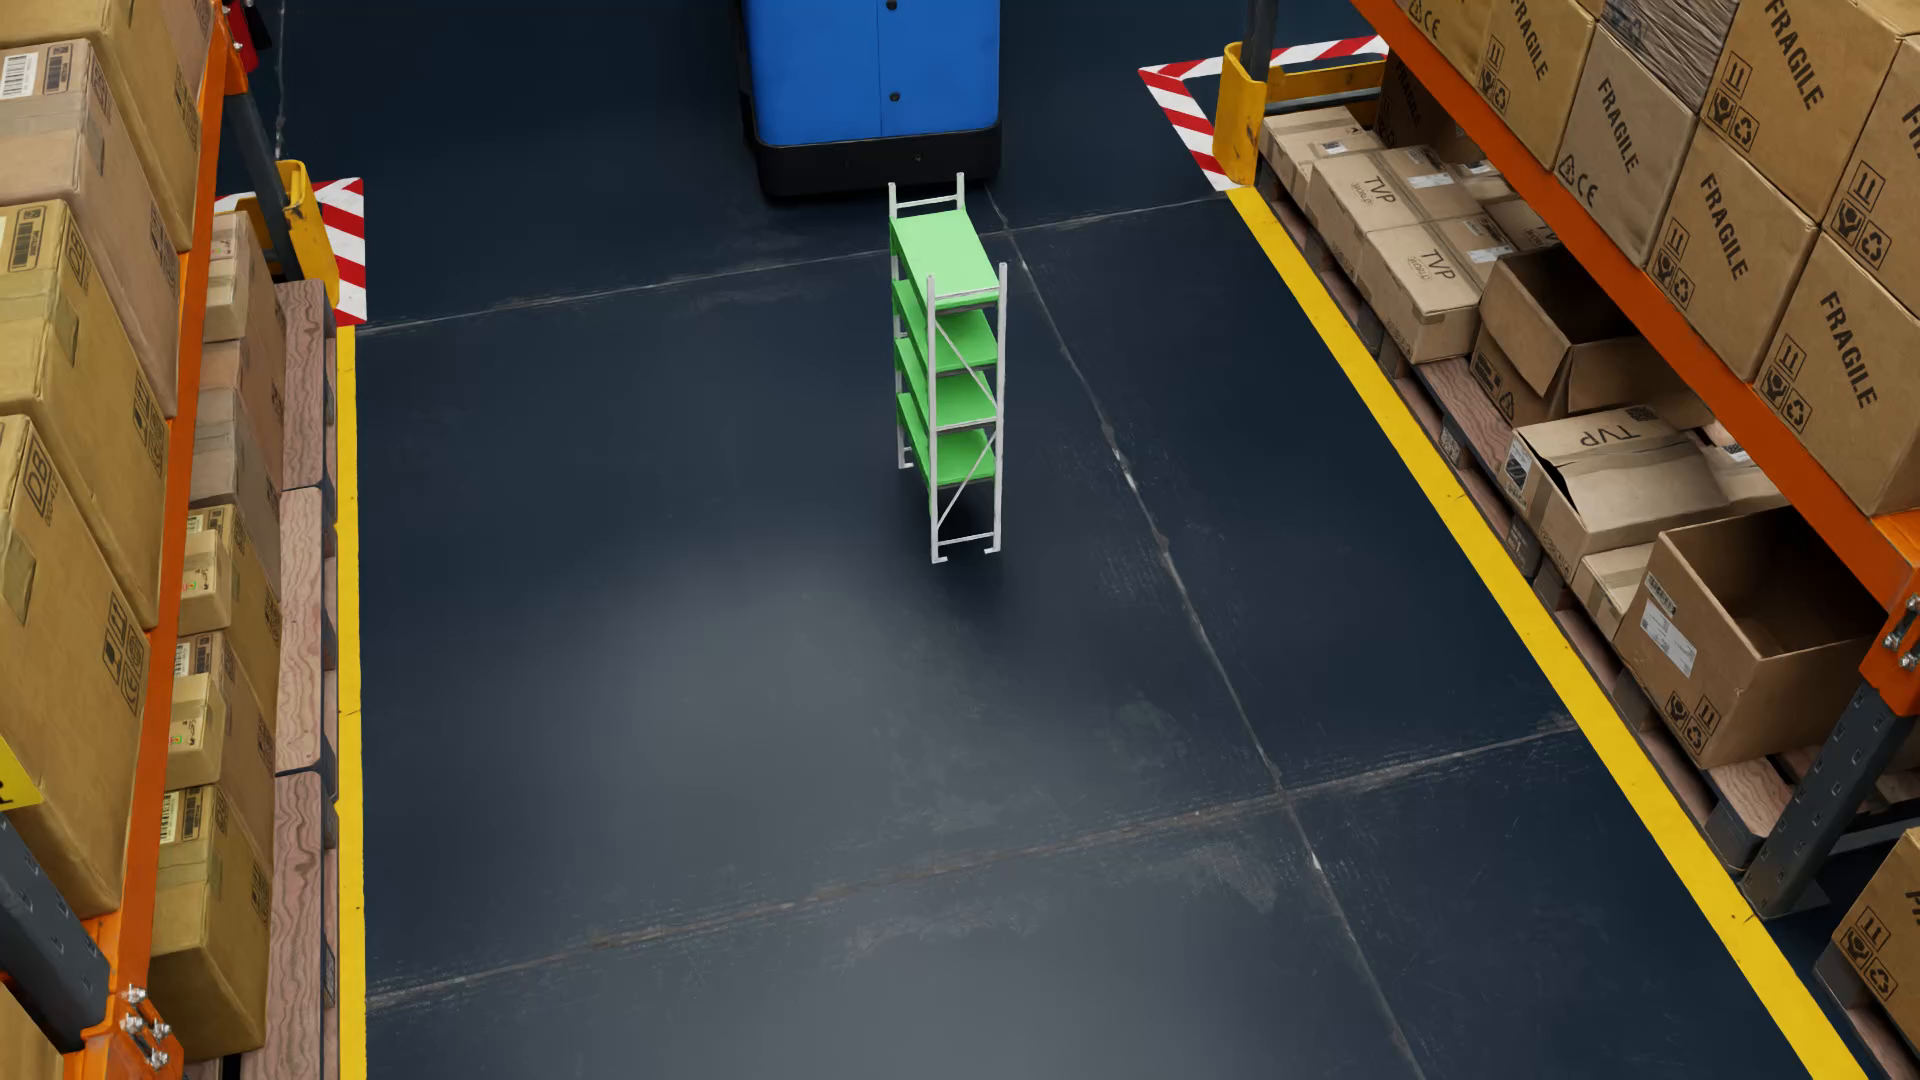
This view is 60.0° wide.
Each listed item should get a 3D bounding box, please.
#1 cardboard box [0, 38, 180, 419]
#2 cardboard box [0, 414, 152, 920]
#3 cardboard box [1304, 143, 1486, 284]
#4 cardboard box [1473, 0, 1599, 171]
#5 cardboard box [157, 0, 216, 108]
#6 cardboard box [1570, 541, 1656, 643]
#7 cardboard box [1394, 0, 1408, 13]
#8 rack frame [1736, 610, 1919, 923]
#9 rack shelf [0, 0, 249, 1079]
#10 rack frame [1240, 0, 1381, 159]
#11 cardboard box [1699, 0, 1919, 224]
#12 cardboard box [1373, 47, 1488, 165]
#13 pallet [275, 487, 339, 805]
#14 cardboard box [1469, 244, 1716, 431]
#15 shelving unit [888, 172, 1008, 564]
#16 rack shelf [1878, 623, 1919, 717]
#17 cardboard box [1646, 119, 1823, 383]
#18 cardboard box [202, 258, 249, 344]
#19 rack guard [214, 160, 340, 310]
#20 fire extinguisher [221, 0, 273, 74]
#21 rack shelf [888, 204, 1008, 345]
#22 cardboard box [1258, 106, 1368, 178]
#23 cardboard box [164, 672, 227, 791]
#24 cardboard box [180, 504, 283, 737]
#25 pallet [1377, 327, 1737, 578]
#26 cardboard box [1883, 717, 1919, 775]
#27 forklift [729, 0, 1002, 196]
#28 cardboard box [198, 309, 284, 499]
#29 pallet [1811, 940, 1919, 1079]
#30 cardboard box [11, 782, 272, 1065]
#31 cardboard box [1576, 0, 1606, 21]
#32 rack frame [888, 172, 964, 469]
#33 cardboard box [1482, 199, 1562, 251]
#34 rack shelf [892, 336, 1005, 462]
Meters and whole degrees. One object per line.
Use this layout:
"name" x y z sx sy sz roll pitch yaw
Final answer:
"cardboard box" -2.560 -0.684 4.110 0.980 0.700 0.700 -13 47 -12
"cardboard box" -2.183 0.321 3.125 0.980 0.700 0.700 -10 46 -10
"cardboard box" 1.697 -1.285 6.526 0.500 0.250 0.500 -11 47 -10
"cardboard box" 1.952 -1.499 5.049 0.500 0.500 0.500 -10 46 -10
"cardboard box" -2.944 -1.712 5.118 0.980 0.700 0.700 -9 46 -9
"cardboard box" 2.154 0.150 5.191 0.380 0.149 0.250 -11 47 -10
"cardboard box" 1.700 -2.191 5.727 0.500 0.500 0.500 -11 47 -11
"rack frame" 2.728 -0.104 3.752 1.000 3.000 0.127 -11 47 -10
"rack shelf" -2.572 -0.325 4.472 1.077 0.370 4.000 -11 47 -10
"rack frame" 1.704 -2.866 6.459 1.000 3.000 0.127 -11 47 -10
"cardboard box" 2.214 -1.144 4.001 0.500 0.500 0.500 -12 47 -11
"cardboard box" 2.081 -1.815 6.870 0.500 0.500 0.500 -11 47 -10
"pallet" -2.495 0.397 5.213 1.003 0.211 1.213 -11 47 -10
"cardboard box" 2.242 -0.681 5.757 0.797 0.503 0.637 -11 47 -10
"shelving unit" -0.042 -0.534 5.433 0.258 1.200 0.503 -11 47 -10
"rack shelf" 3.240 1.528 2.656 1.077 0.370 4.000 -11 47 -10
"cardboard box" 2.218 -0.793 4.357 0.500 0.500 0.500 -10 46 -9
"cardboard box" -2.533 -0.760 5.397 0.380 0.149 0.250 -10 46 -9
"rack guard" -3.090 -1.099 6.477 1.175 0.500 0.348 -11 47 -10
"fire extinguisher" -2.676 -1.989 5.914 0.296 0.674 0.183 -11 47 -10
"rack shelf" -0.042 -0.825 5.136 0.258 0.148 0.480 -11 47 -10
"cardboard box" 1.479 -1.670 6.975 0.380 0.149 0.250 -11 47 -10
"cardboard box" -2.064 0.500 4.162 0.380 0.149 0.250 -9 46 -9
"cardboard box" -2.407 0.295 4.817 0.700 0.500 0.500 -10 46 -9
"pallet" 2.237 -0.447 6.040 1.003 0.211 1.213 -11 47 -10
"cardboard box" 2.829 0.353 4.878 0.500 0.311 0.500 -11 47 -10
"forklift" -0.562 -3.555 7.182 1.130 2.935 3.031 -6 46 -6
"cardboard box" -2.680 -0.419 5.517 0.700 0.500 0.500 -11 47 -10
"pallet" 2.972 1.426 4.205 1.003 0.211 1.213 -11 47 -10
"cardboard box" -2.152 0.997 4.129 0.700 0.500 0.500 -10 46 -10
"cardboard box" 1.958 -1.840 4.683 0.500 0.500 0.500 -11 47 -11
"rack frame" -0.105 -0.703 5.599 0.240 1.200 0.015 -11 47 -10
"cardboard box" 2.295 -1.066 6.312 0.500 0.250 0.500 -11 47 -10
"rack shelf" -0.042 -0.490 5.479 0.258 0.148 0.480 -11 47 -10
